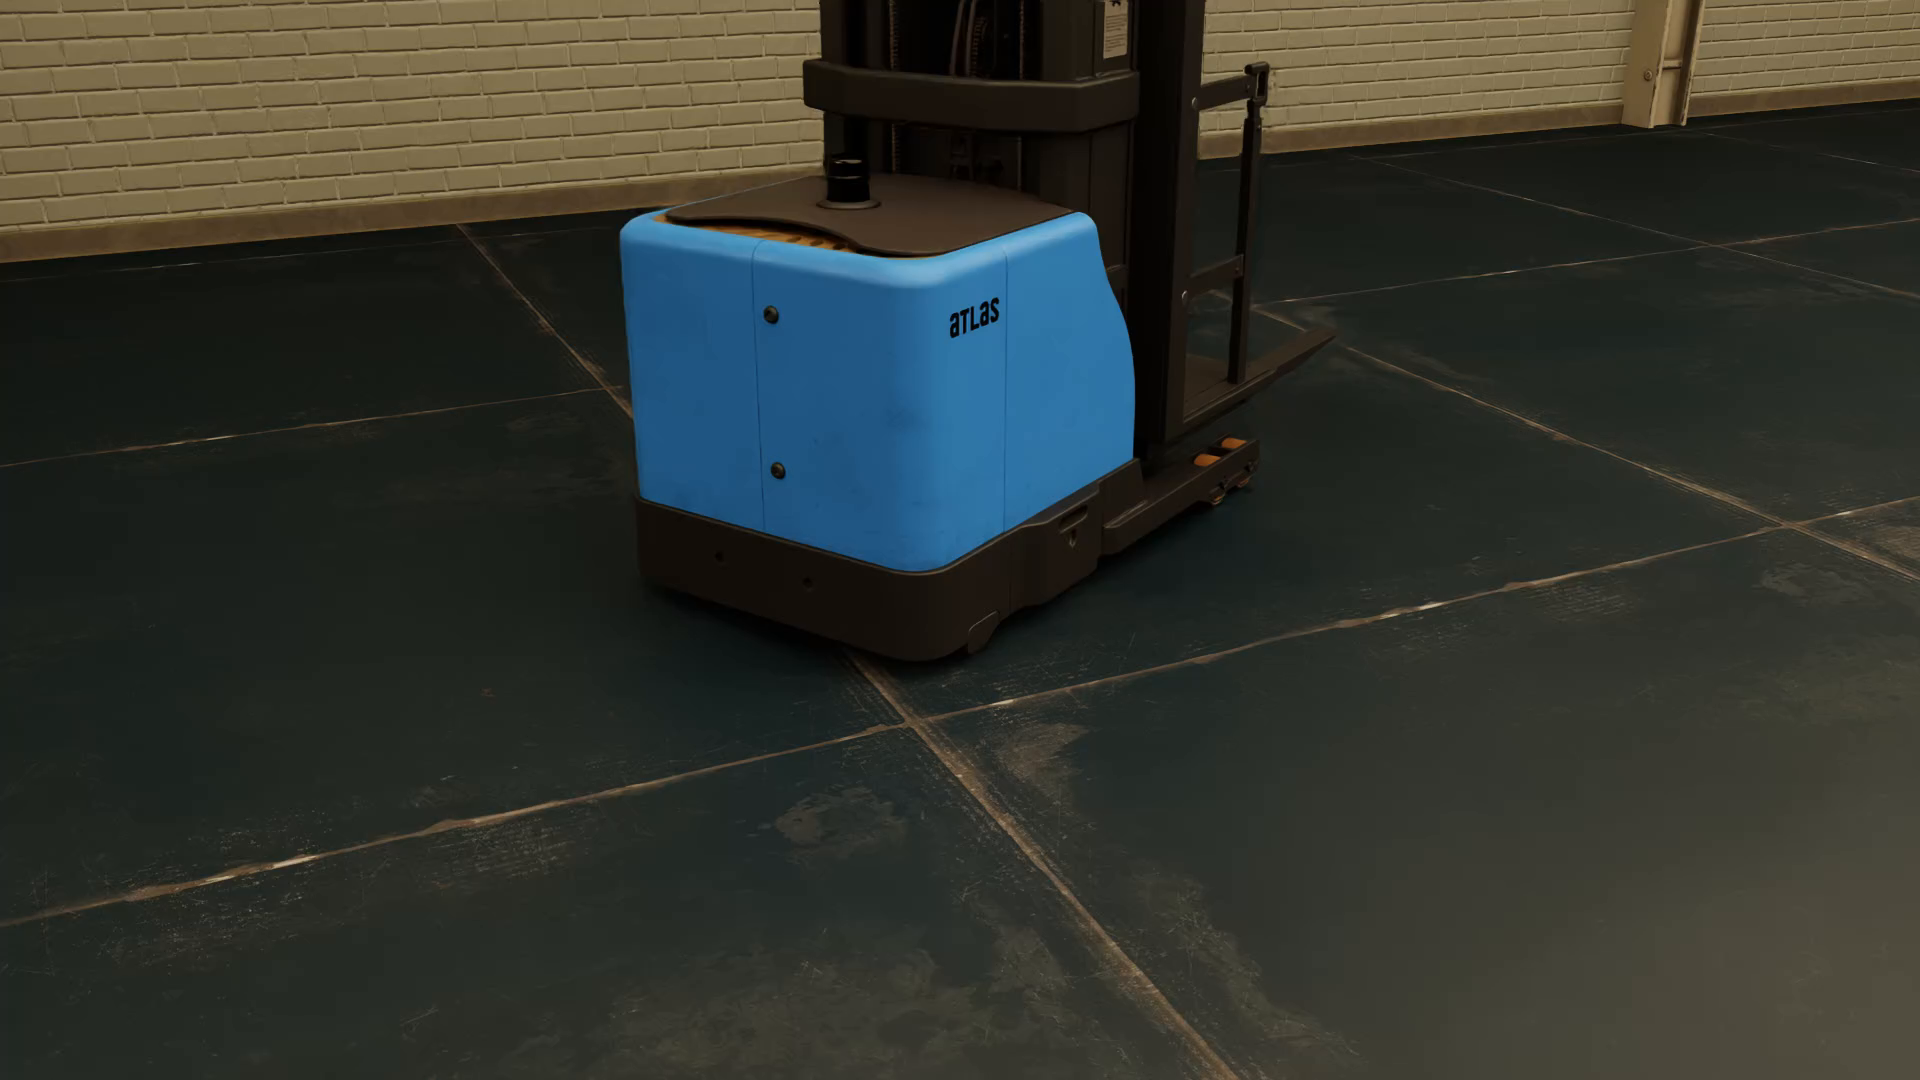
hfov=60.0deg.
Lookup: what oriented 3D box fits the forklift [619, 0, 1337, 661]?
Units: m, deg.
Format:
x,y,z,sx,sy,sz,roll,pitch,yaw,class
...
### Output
x,y,z,sx,sy,sz,roll,pitch,yaw,class
0.341,-1.558,5.036,1.130,2.935,3.031,15,27,31,forklift
